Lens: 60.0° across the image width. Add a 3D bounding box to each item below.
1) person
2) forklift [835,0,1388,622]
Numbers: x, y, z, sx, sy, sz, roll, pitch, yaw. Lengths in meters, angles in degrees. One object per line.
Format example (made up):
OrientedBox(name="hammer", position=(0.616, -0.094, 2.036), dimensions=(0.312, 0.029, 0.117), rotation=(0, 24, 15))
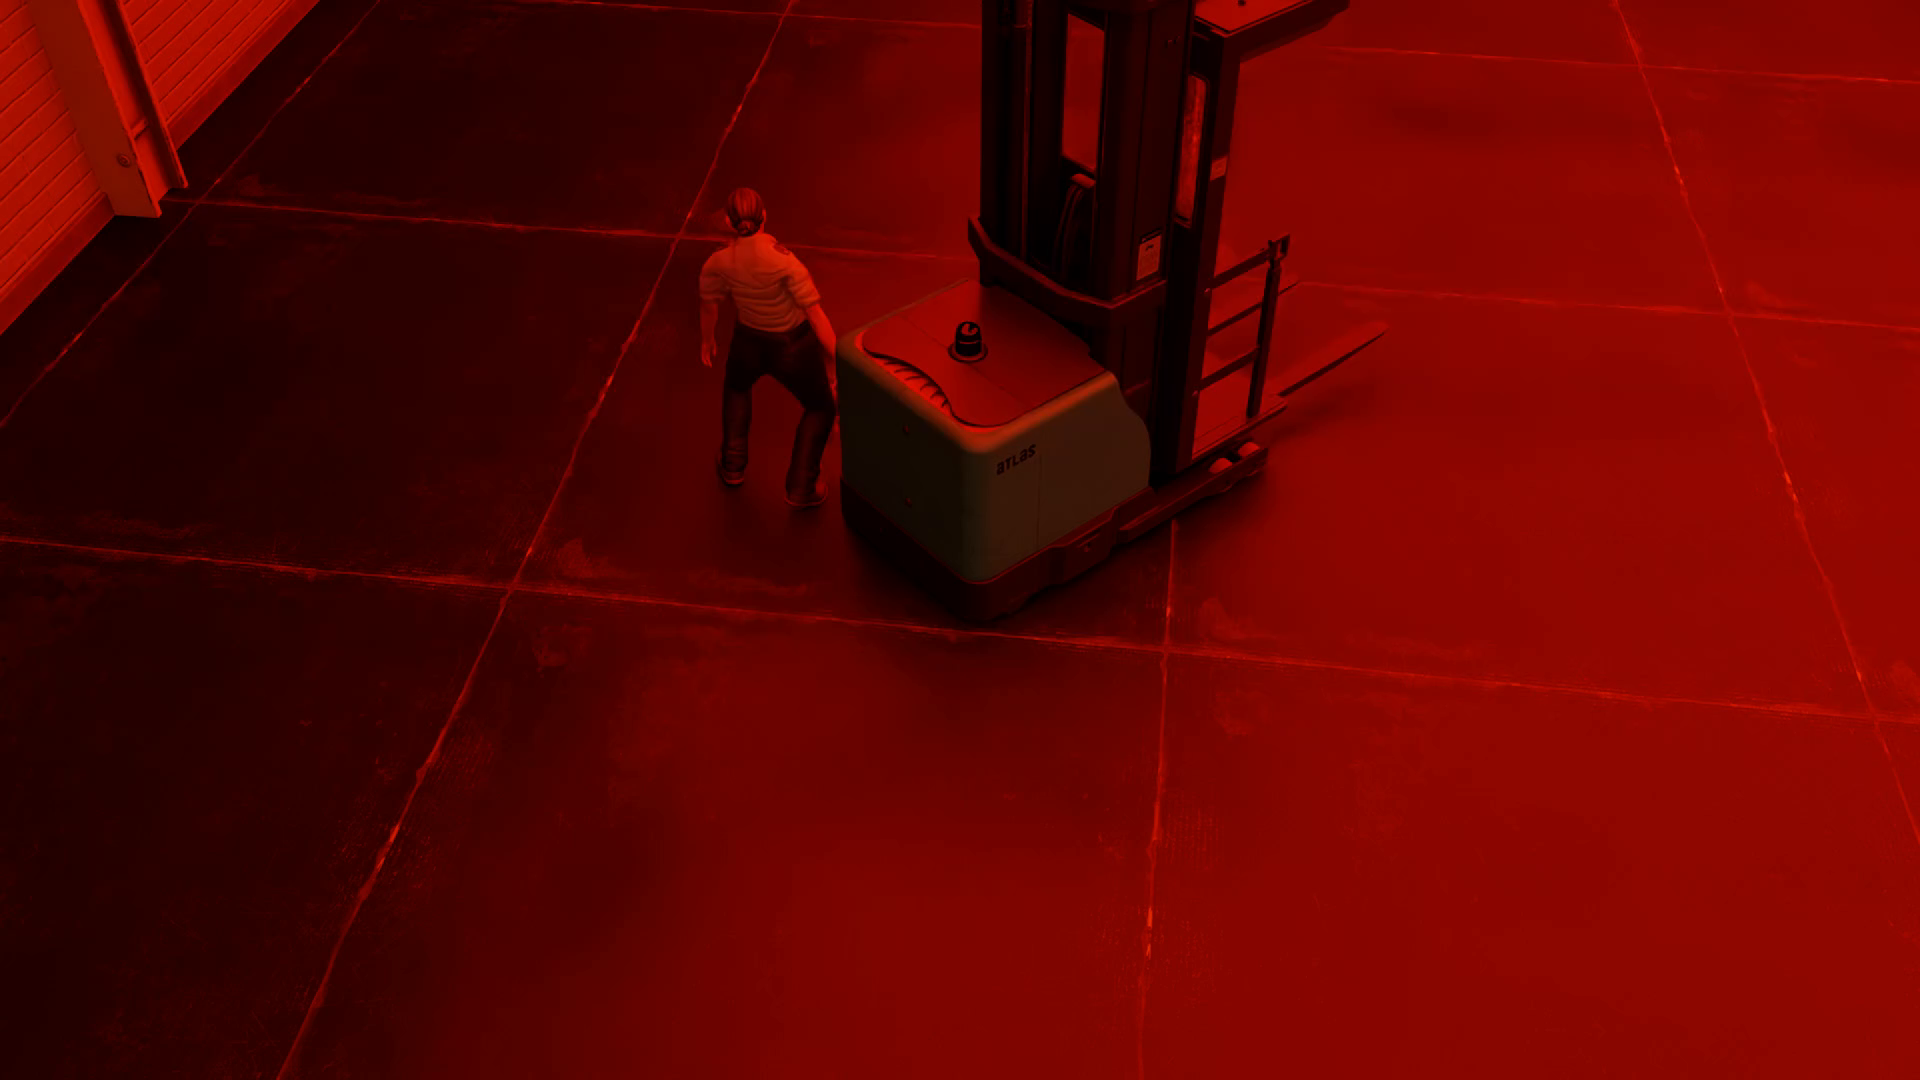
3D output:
OrientedBox(name="person", position=(-0.869, -0.856, 7.670), dimensions=(0.816, 1.584, 0.481), rotation=(14, 44, 15))
OrientedBox(name="forklift", position=(0.891, -1.559, 7.422), dimensions=(3.031, 2.935, 1.130), rotation=(-29, 50, -28))
